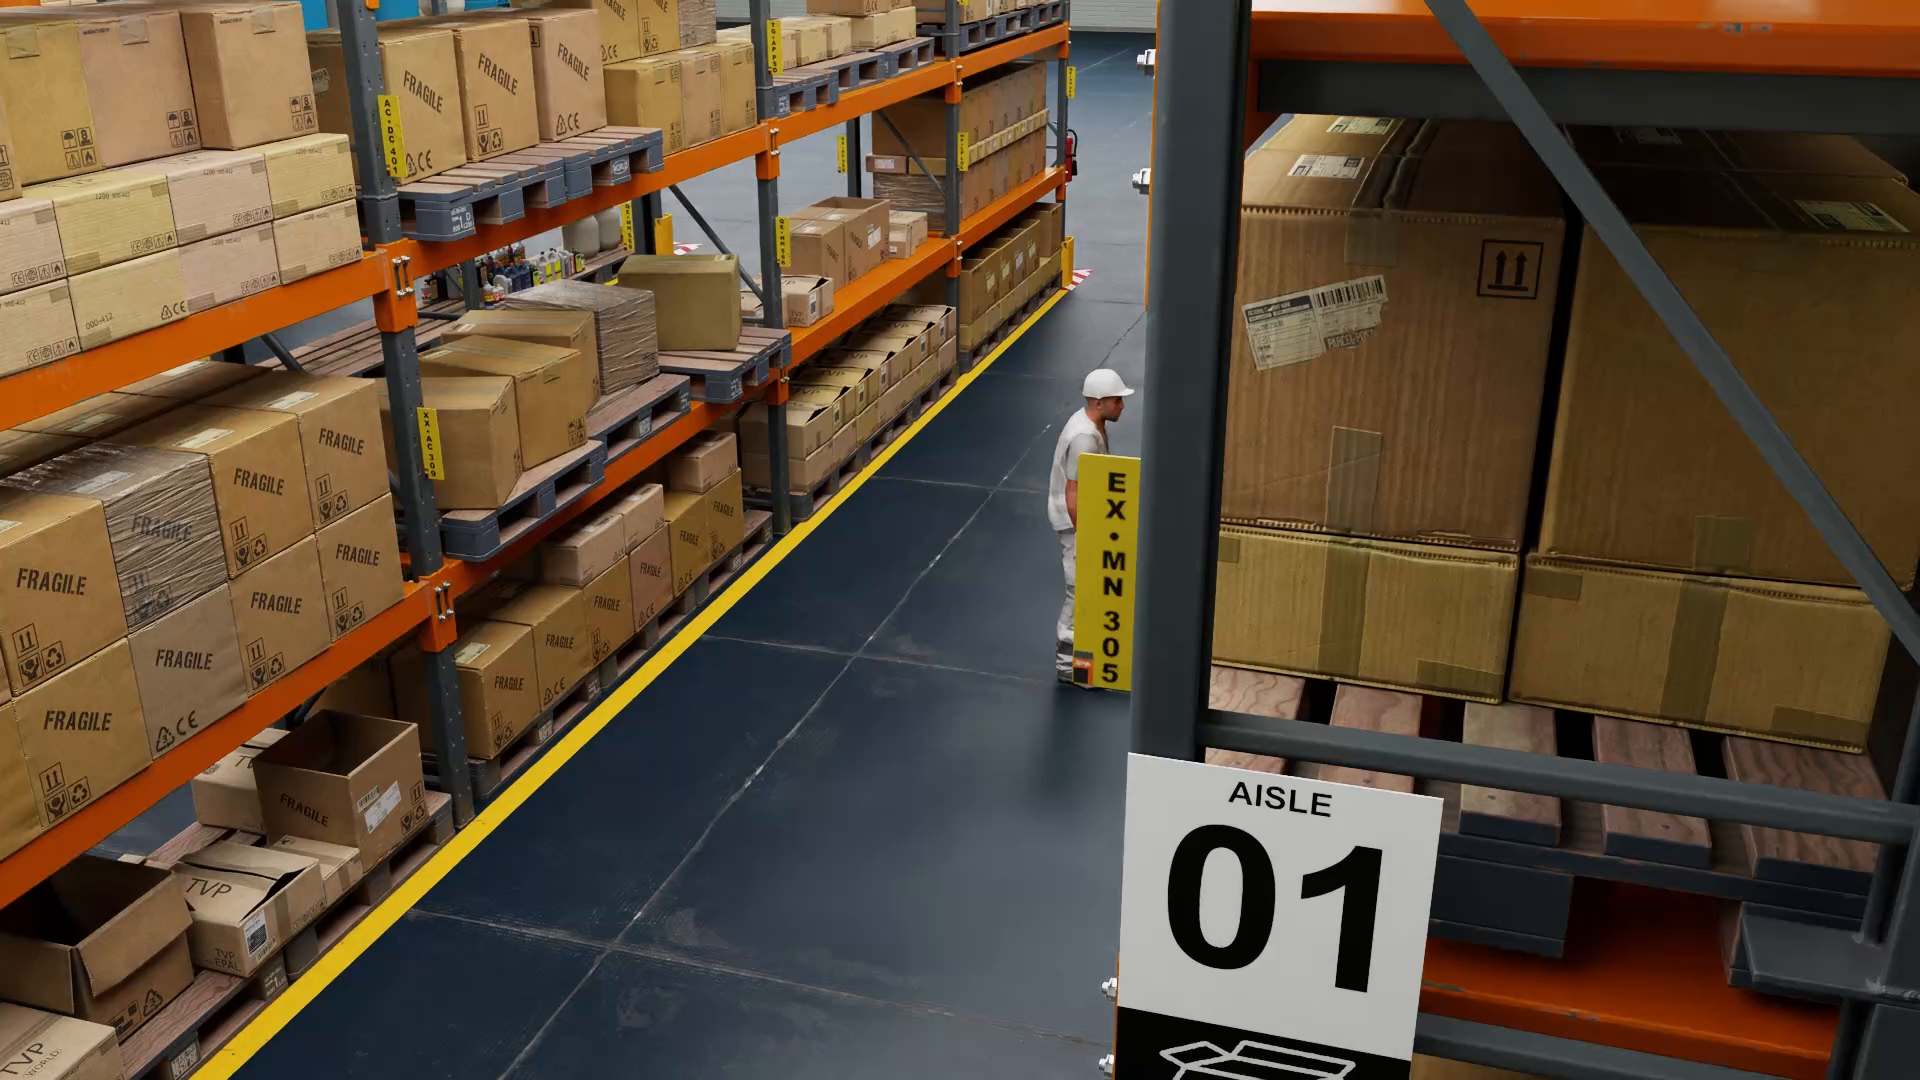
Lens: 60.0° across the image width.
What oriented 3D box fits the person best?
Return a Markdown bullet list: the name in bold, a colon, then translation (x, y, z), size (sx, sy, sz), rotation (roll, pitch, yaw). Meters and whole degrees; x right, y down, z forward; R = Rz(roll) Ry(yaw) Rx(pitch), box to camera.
- **person**: translation (0.720, -0.089, 9.288), size (0.445, 1.781, 0.621), rotation (5, 22, 13)
